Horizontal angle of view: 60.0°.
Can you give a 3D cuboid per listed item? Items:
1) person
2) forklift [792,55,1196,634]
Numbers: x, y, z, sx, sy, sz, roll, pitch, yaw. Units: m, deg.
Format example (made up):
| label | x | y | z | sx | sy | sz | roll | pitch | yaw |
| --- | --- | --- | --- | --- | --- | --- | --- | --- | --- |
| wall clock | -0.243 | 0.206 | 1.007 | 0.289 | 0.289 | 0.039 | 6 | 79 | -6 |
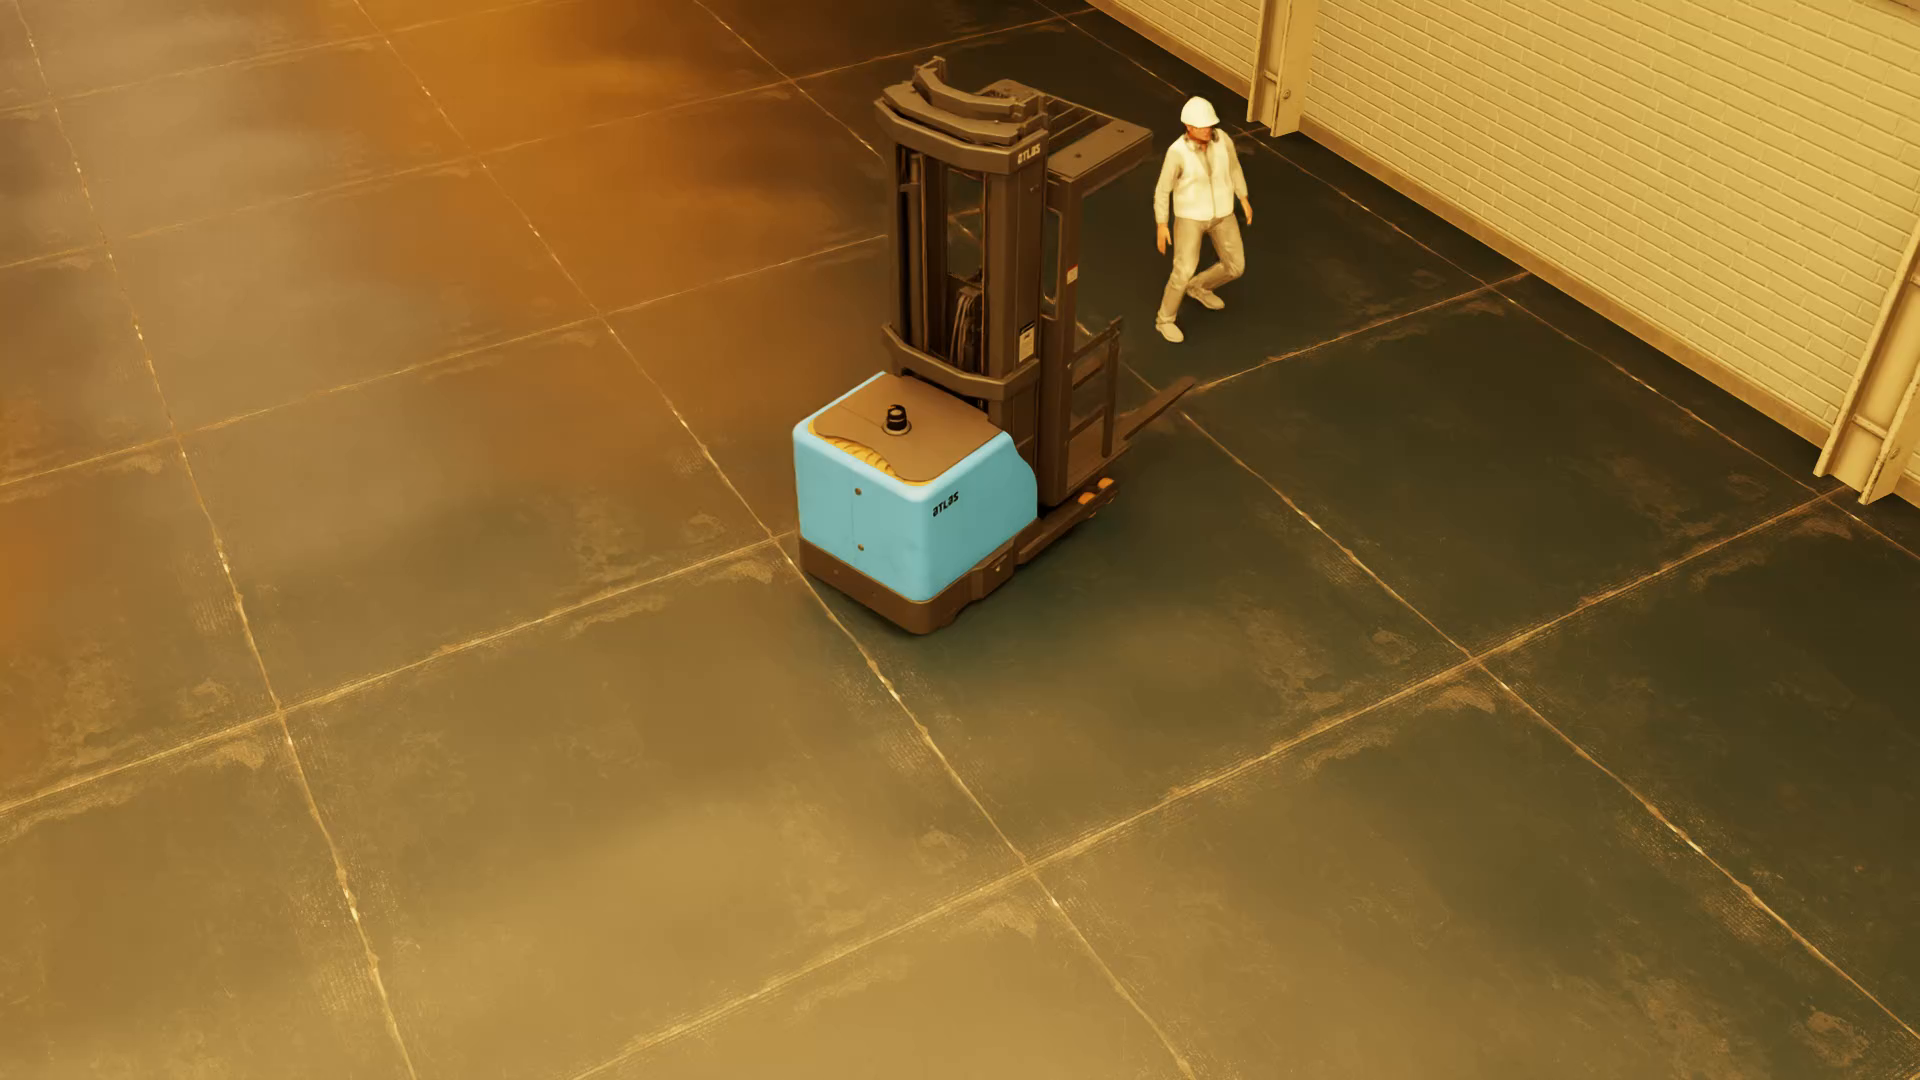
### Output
| label | x | y | z | sx | sy | sz | roll | pitch | yaw |
| --- | --- | --- | --- | --- | --- | --- | --- | --- | --- |
| person | 1.693 | -2.287 | 11.777 | 0.767 | 1.681 | 0.625 | -13 | 41 | -15 |
| forklift | 0.368 | -1.455 | 9.790 | 1.130 | 2.935 | 3.031 | 29 | 47 | 30 |
